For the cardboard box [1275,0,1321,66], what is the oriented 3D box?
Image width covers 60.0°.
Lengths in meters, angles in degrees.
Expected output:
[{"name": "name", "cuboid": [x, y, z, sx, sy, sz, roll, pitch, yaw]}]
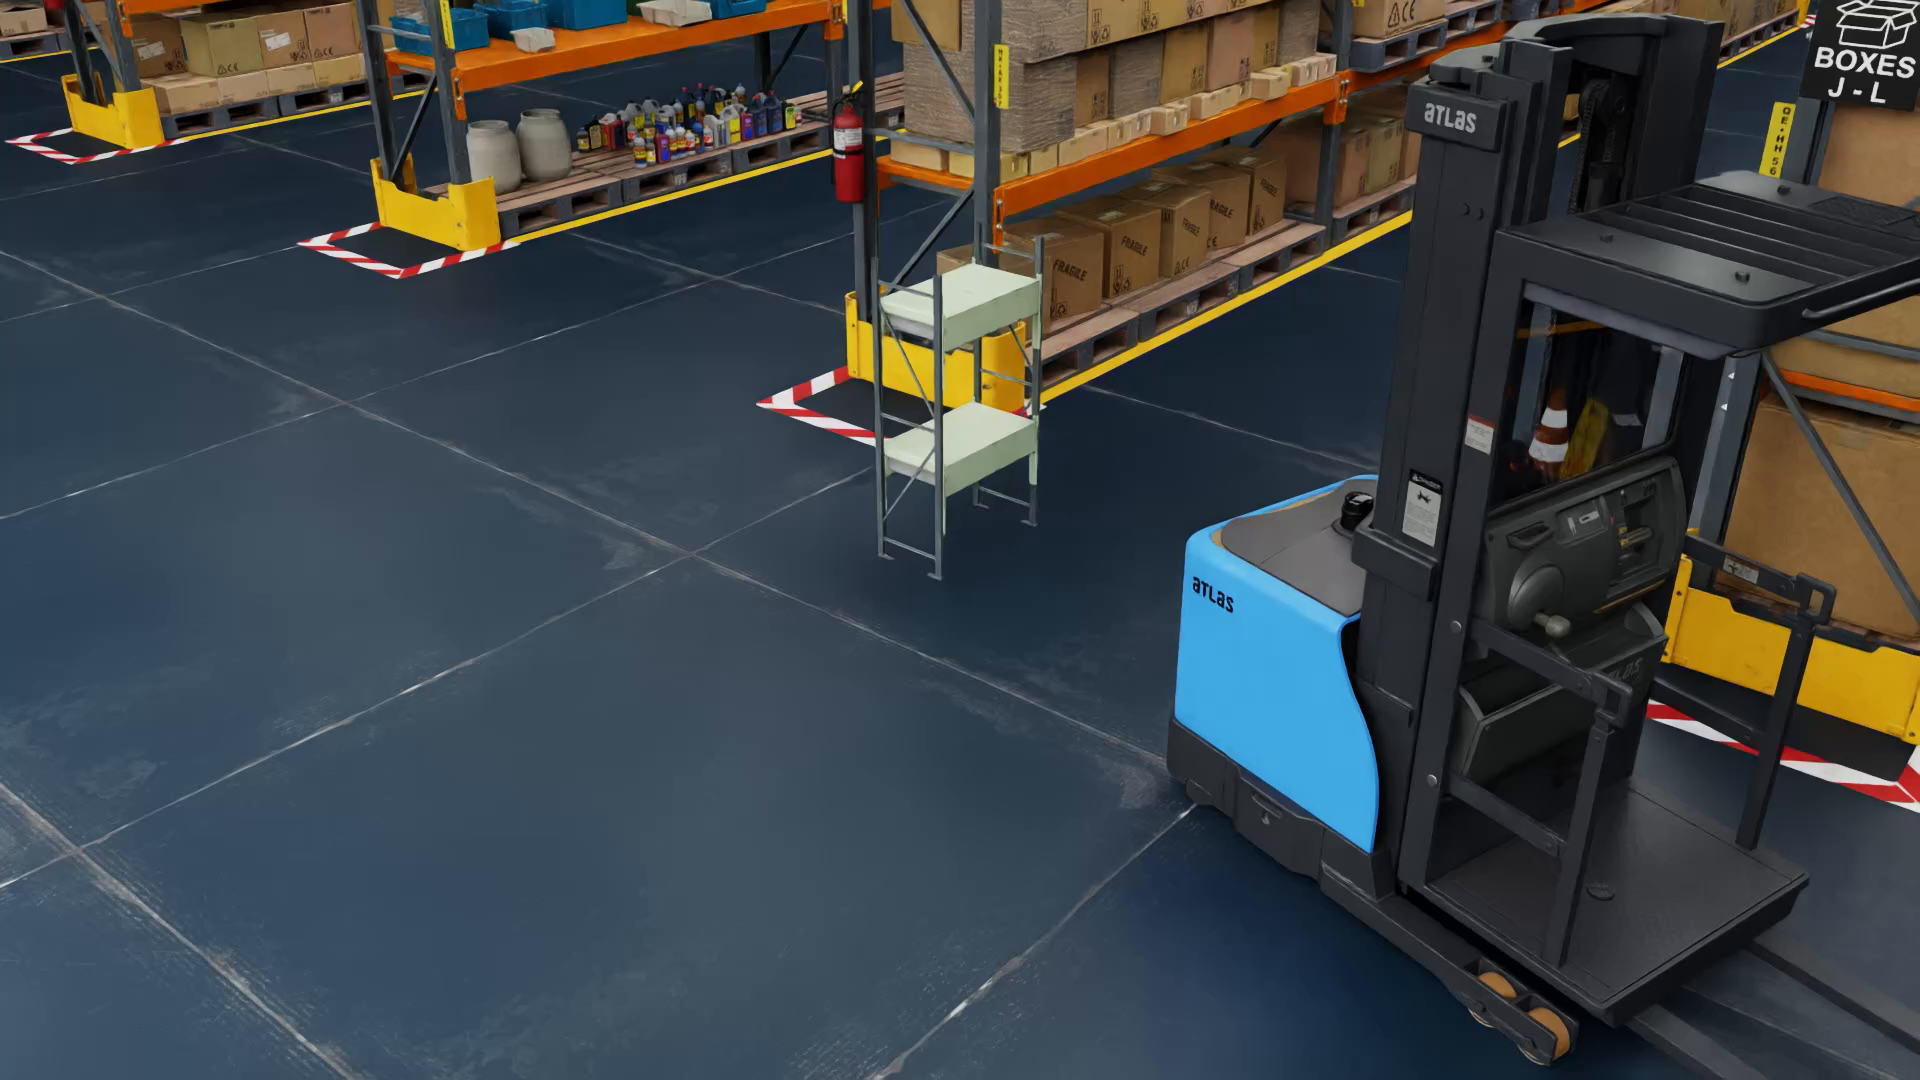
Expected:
[{"name": "cardboard box", "cuboid": [2.006, -3.669, 11.646, 0.875, 0.500, 0.500, 21, 34, 34]}]

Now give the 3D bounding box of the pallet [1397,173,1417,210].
[{"name": "pallet", "cuboid": [3.610, -3.107, 14.026, 1.003, 0.211, 1.213, 21, 34, 34]}]

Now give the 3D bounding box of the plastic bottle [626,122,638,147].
[{"name": "plastic bottle", "cuboid": [-2.818, -3.496, 14.310, 0.097, 0.201, 0.097, 0, 27, 0]}]

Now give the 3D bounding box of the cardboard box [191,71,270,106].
[{"name": "cardboard box", "cuboid": [-7.018, -4.381, 15.990, 0.500, 0.250, 0.500, 21, 34, 34]}]

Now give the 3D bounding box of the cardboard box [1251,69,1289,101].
[{"name": "cardboard box", "cuboid": [1.986, -3.083, 11.217, 0.380, 0.149, 0.250, 21, 34, 34]}]

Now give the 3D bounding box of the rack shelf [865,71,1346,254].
[{"name": "rack shelf", "cuboid": [1.068, -2.606, 10.805, 1.077, 0.370, 4.000, 21, 34, 34]}]

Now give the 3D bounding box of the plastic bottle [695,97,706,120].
[{"name": "plastic bottle", "cuboid": [-2.314, -3.814, 14.848, 0.097, 0.271, 0.097, 0, 27, 0]}]

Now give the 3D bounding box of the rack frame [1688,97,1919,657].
[{"name": "rack frame", "cuboid": [3.559, -0.731, 6.398, 1.000, 3.000, 0.127, 21, 34, 34]}]

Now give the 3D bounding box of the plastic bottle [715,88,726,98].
[{"name": "plastic bottle", "cuboid": [-2.207, -3.960, 15.126, 0.152, 0.276, 0.135, 22, 35, 36]}]

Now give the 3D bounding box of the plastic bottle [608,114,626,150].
[{"name": "plastic bottle", "cuboid": [-2.932, -3.482, 14.194, 0.061, 0.283, 0.133, 21, 34, 34]}]

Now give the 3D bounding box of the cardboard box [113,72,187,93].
[{"name": "cardboard box", "cuboid": [-7.732, -4.354, 15.938, 0.500, 0.250, 0.500, 21, 34, 34]}]

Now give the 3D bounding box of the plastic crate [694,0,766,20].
[{"name": "plastic crate", "cuboid": [-1.976, -4.544, 13.931, 0.499, 0.251, 0.616, 21, 34, 34]}]

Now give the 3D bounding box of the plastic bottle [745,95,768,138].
[{"name": "plastic bottle", "cuboid": [-1.791, -3.720, 14.581, 0.144, 0.351, 0.185, 19, 33, 32]}]

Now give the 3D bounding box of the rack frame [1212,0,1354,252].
[{"name": "rack frame", "cuboid": [2.340, -3.634, 12.011, 1.000, 3.000, 0.127, 21, 34, 34]}]

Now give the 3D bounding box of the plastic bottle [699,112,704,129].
[{"name": "plastic bottle", "cuboid": [-2.185, -3.550, 14.326, 0.061, 0.283, 0.133, 21, 34, 34]}]

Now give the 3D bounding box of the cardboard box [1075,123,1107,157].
[{"name": "cardboard box", "cuboid": [0.649, -2.398, 9.894, 0.380, 0.149, 0.250, 21, 34, 34]}]

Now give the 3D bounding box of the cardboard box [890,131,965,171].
[{"name": "cardboard box", "cuboid": [-0.182, -2.266, 9.639, 0.380, 0.149, 0.250, 21, 34, 34]}]

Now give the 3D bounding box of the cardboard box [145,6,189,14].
[{"name": "cardboard box", "cuboid": [-9.755, -6.683, 20.145, 0.500, 0.500, 0.500, 18, 32, 31]}]

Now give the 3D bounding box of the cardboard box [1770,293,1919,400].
[{"name": "cardboard box", "cuboid": [3.760, -0.942, 6.643, 0.875, 0.550, 0.550, 21, 34, 34]}]

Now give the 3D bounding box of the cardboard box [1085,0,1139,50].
[{"name": "cardboard box", "cuboid": [0.680, -3.127, 9.510, 0.500, 0.500, 0.500, 21, 34, 34]}]

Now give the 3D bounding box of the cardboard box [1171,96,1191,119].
[{"name": "cardboard box", "cuboid": [1.247, -2.767, 10.607, 0.380, 0.149, 0.250, 21, 34, 34]}]

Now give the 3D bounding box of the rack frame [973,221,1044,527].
[{"name": "rack frame", "cuboid": [0.229, -0.794, 8.152, 0.400, 1.500, 0.023, 21, 34, 34]}]

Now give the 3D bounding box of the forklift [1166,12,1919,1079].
[{"name": "forklift", "cuboid": [2.045, 0.060, 4.945, 1.130, 2.935, 3.031, -18, 32, -30]}]

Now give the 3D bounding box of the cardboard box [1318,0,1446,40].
[{"name": "cardboard box", "cuboid": [2.954, -4.328, 12.242, 1.000, 1.000, 1.000, 21, 34, 35]}]

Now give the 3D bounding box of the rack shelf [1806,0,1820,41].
[{"name": "rack shelf", "cuboid": [4.831, -2.453, 7.245, 1.077, 0.370, 4.000, 21, 34, 34]}]

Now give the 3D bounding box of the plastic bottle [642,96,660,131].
[{"name": "plastic bottle", "cuboid": [-2.706, -3.718, 14.577, 0.144, 0.351, 0.185, 20, 34, 34]}]

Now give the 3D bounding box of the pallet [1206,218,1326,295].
[{"name": "pallet", "cuboid": [1.941, -2.147, 12.171, 1.003, 0.211, 1.213, 21, 34, 34]}]

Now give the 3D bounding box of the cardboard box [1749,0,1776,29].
[{"name": "cardboard box", "cuboid": [9.049, -6.559, 19.519, 0.875, 0.875, 0.875, 21, 34, 34]}]

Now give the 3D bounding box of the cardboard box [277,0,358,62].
[{"name": "cardboard box", "cuboid": [-6.377, -5.067, 16.500, 0.500, 0.500, 0.500, 21, 34, 34]}]

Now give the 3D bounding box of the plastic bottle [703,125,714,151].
[{"name": "plastic bottle", "cuboid": [-2.157, -3.433, 14.188, 0.097, 0.201, 0.097, 0, 27, 0]}]

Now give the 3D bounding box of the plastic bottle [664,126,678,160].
[{"name": "plastic bottle", "cuboid": [-2.414, -3.321, 13.895, 0.097, 0.271, 0.097, 0, 27, 0]}]

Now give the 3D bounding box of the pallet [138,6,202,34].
[{"name": "pallet", "cuboid": [-9.526, -6.490, 20.566, 1.003, 0.211, 1.213, 21, 34, 34]}]

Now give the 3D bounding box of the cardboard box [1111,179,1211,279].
[{"name": "cardboard box", "cuboid": [1.362, -2.132, 11.370, 0.500, 0.500, 0.500, 17, 32, 30]}]

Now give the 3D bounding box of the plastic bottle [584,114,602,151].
[{"name": "plastic bottle", "cuboid": [-3.136, -3.479, 14.187, 0.061, 0.283, 0.133, 22, 34, 36]}]

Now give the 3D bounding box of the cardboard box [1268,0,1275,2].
[{"name": "cardboard box", "cuboid": [1.950, -3.837, 10.882, 0.500, 0.500, 0.500, 21, 34, 34]}]

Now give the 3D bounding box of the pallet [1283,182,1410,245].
[{"name": "pallet", "cuboid": [2.835, -2.672, 13.186, 1.003, 0.211, 1.213, 21, 34, 34]}]

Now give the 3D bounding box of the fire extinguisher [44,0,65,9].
[{"name": "fire extinguisher", "cuboid": [-8.279, -5.172, 15.068, 0.296, 0.674, 0.183, 21, 34, 34]}]

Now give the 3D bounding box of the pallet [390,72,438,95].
[{"name": "pallet", "cuboid": [-5.839, -5.023, 17.729, 1.003, 0.211, 1.213, 21, 34, 34]}]

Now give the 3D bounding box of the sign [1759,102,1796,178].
[{"name": "sign", "cuboid": [3.149, -1.514, 6.394, 0.100, 0.325, 0.005, 21, 34, 34]}]

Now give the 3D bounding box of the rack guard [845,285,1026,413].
[{"name": "rack guard", "cuboid": [-0.156, -1.133, 9.896, 1.175, 0.500, 0.348, 21, 34, 34]}]

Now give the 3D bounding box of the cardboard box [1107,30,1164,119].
[{"name": "cardboard box", "cuboid": [0.744, -2.957, 10.268, 0.875, 0.500, 0.500, 21, 34, 34]}]

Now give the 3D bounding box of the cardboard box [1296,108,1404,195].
[{"name": "cardboard box", "cuboid": [3.066, -3.095, 13.209, 0.700, 0.500, 0.500, 21, 34, 34]}]

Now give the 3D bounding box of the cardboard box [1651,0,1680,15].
[{"name": "cardboard box", "cuboid": [6.470, -5.164, 16.823, 1.225, 0.875, 0.875, 19, 33, 33]}]

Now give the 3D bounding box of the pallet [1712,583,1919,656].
[{"name": "pallet", "cuboid": [4.007, 0.201, 7.631, 1.003, 0.211, 1.213, 21, 34, 34]}]

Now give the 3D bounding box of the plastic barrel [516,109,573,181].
[{"name": "plastic barrel", "cuboid": [-3.347, -3.179, 13.380, 0.421, 0.512, 0.421, 0, 27, 0]}]

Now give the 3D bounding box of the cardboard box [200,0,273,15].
[{"name": "cardboard box", "cuboid": [-7.109, -5.047, 16.461, 0.500, 0.500, 0.500, 21, 34, 34]}]

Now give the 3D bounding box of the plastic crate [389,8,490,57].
[{"name": "plastic crate", "cuboid": [-3.938, -3.863, 12.614, 0.499, 0.251, 0.616, 21, 34, 34]}]

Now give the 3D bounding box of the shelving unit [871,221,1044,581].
[{"name": "shelving unit", "cuboid": [-0.004, -0.664, 7.901, 0.431, 1.500, 0.755, 21, 34, 34]}]
